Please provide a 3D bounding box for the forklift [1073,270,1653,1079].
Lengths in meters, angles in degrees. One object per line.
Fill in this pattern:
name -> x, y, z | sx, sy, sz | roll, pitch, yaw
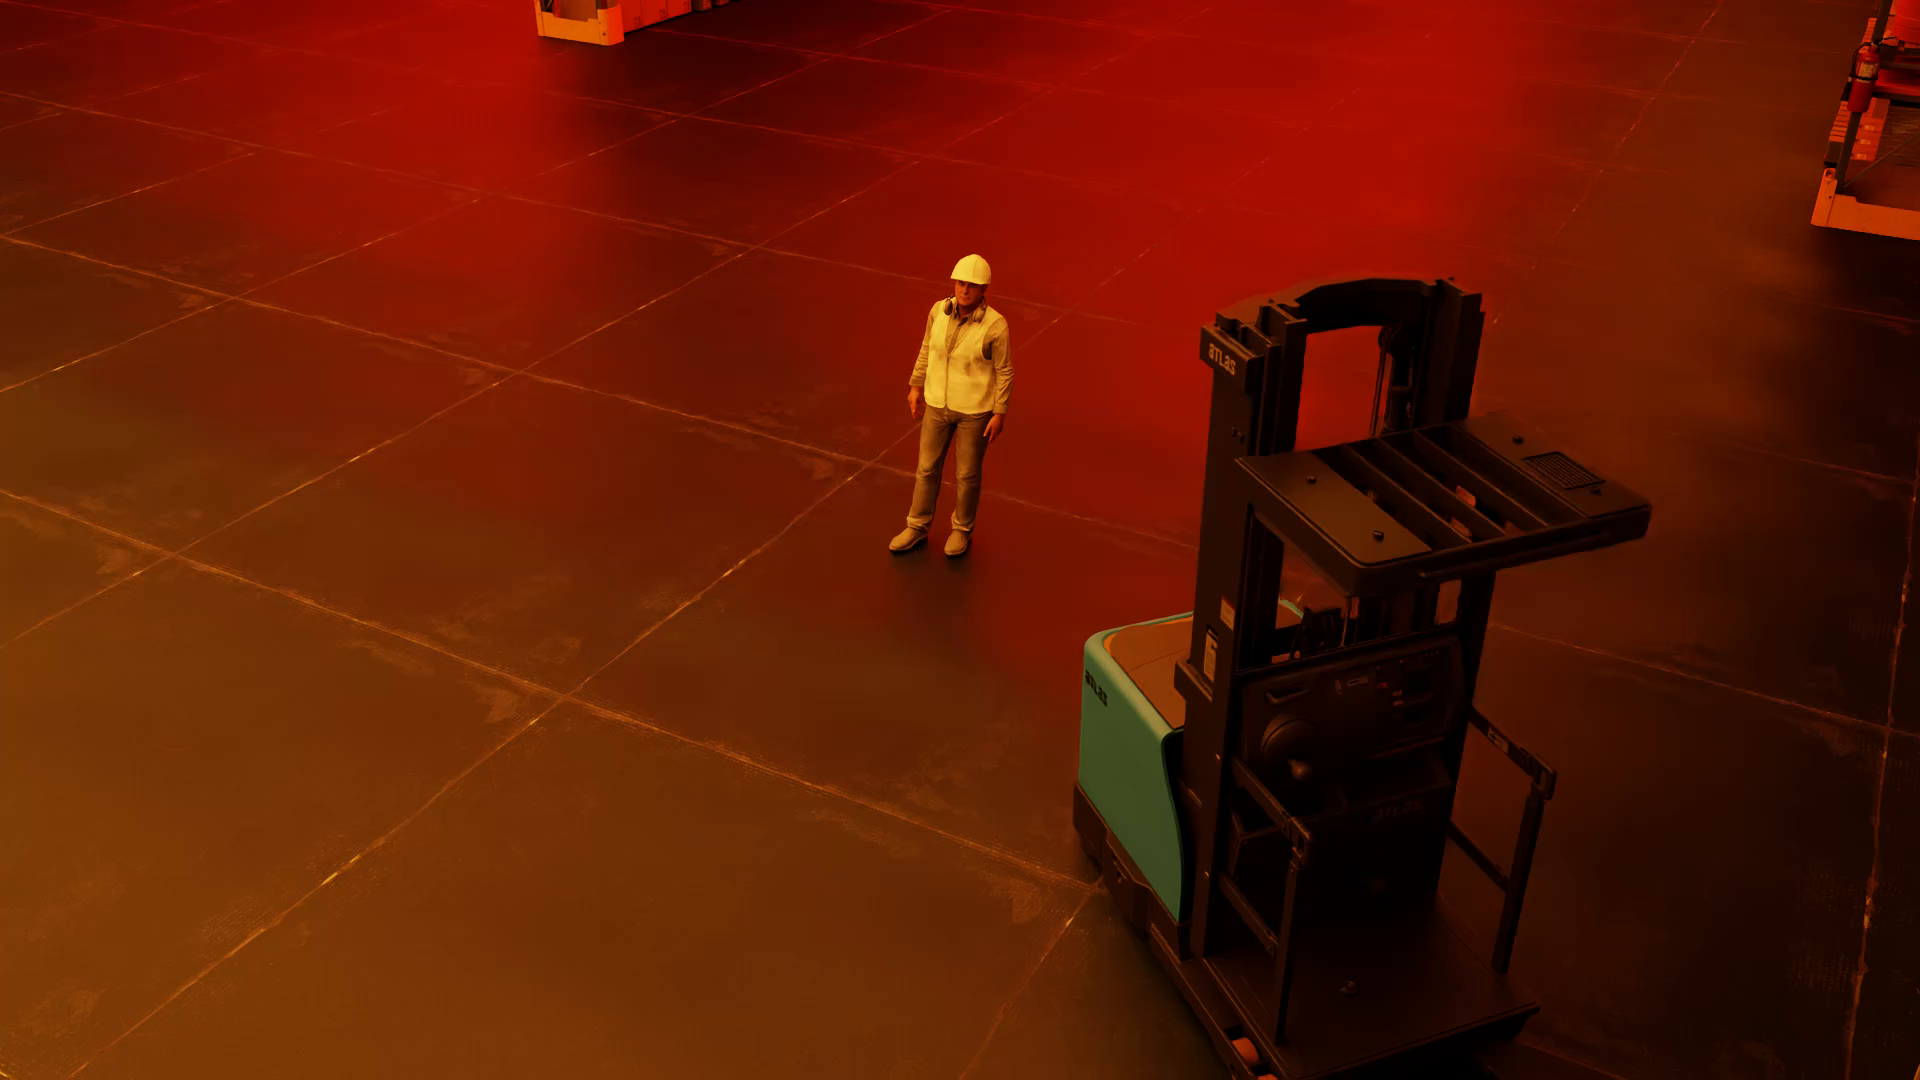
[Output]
forklift -> 1.520, 0.665, 5.919 | 1.130, 2.935, 3.031 | -11, 32, -18

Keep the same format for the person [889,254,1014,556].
person -> -0.037, -0.749, 9.511 | 0.633, 1.775, 0.566 | 15, 33, 25
